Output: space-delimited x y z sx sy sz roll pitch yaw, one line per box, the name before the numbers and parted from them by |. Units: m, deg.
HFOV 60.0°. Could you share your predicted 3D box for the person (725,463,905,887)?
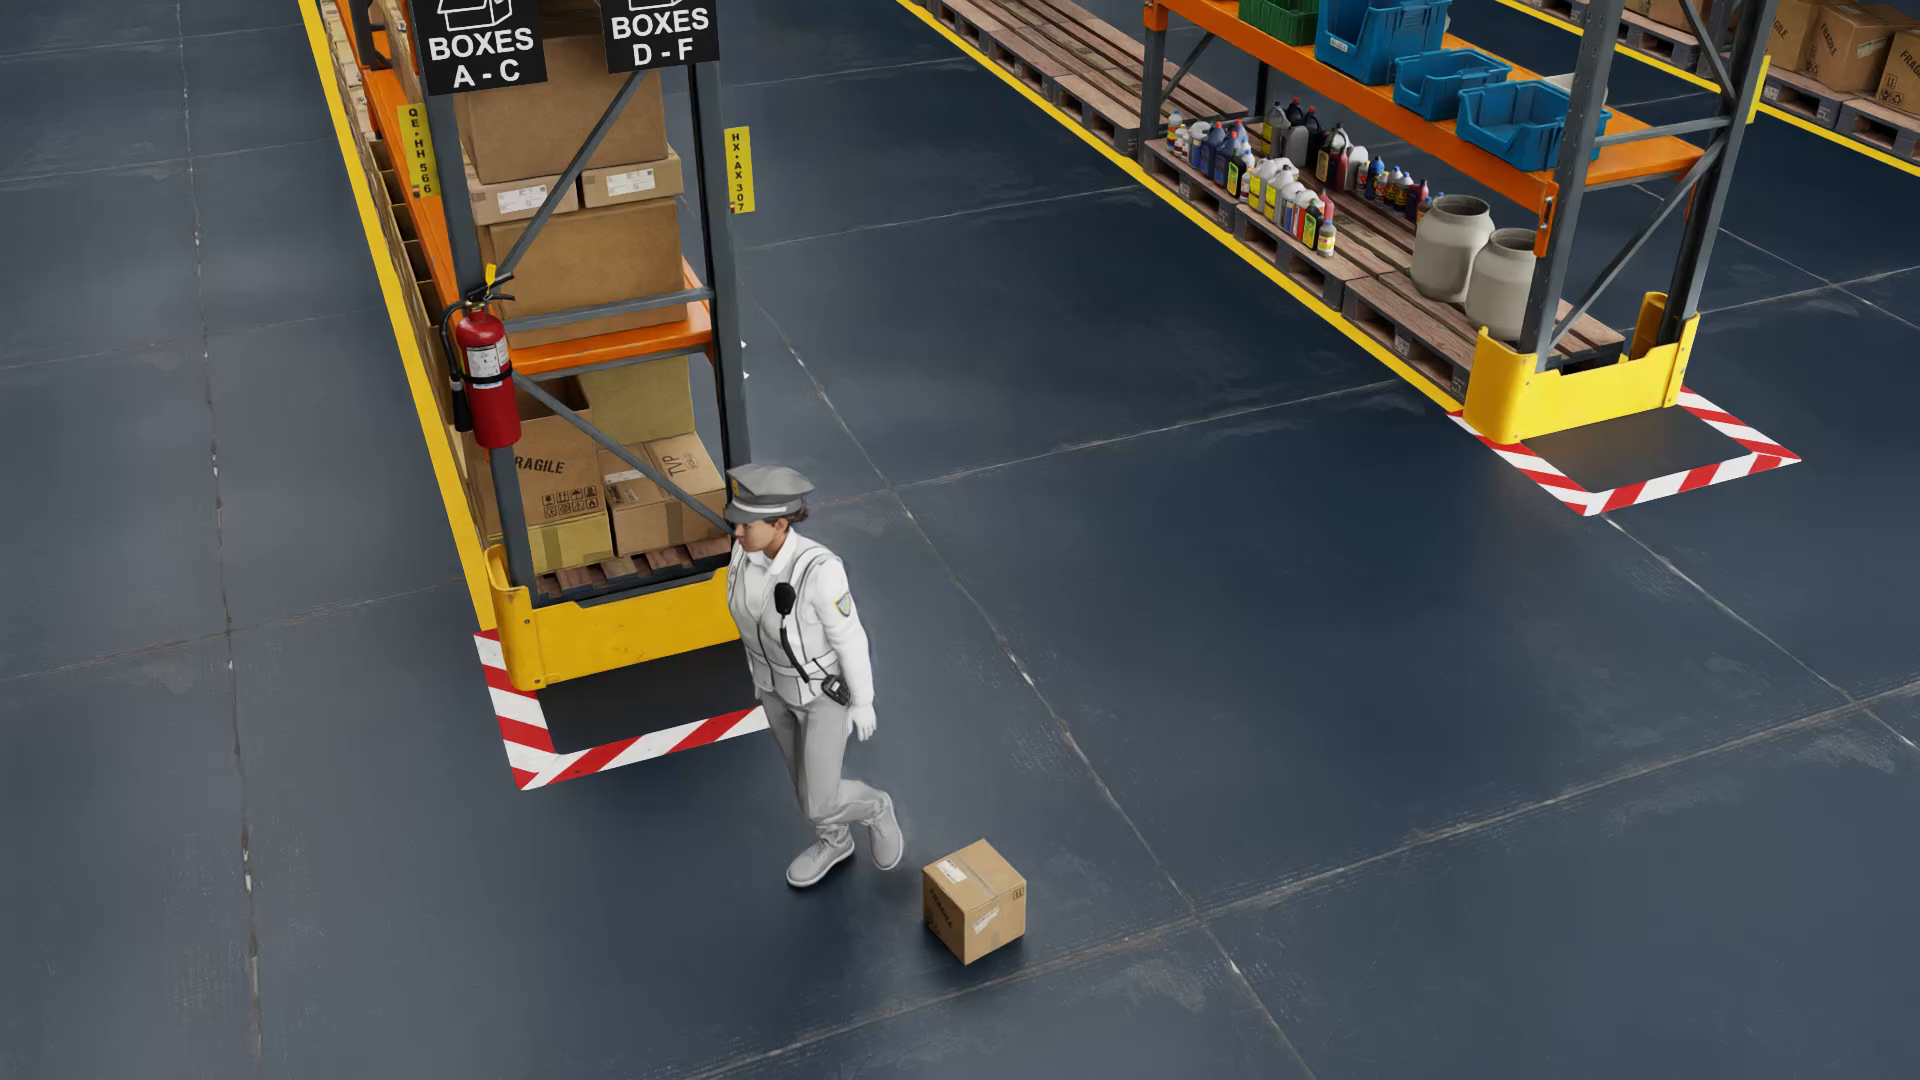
person | -0.478 0.455 5.431 0.532 1.672 0.479 26 41 33
